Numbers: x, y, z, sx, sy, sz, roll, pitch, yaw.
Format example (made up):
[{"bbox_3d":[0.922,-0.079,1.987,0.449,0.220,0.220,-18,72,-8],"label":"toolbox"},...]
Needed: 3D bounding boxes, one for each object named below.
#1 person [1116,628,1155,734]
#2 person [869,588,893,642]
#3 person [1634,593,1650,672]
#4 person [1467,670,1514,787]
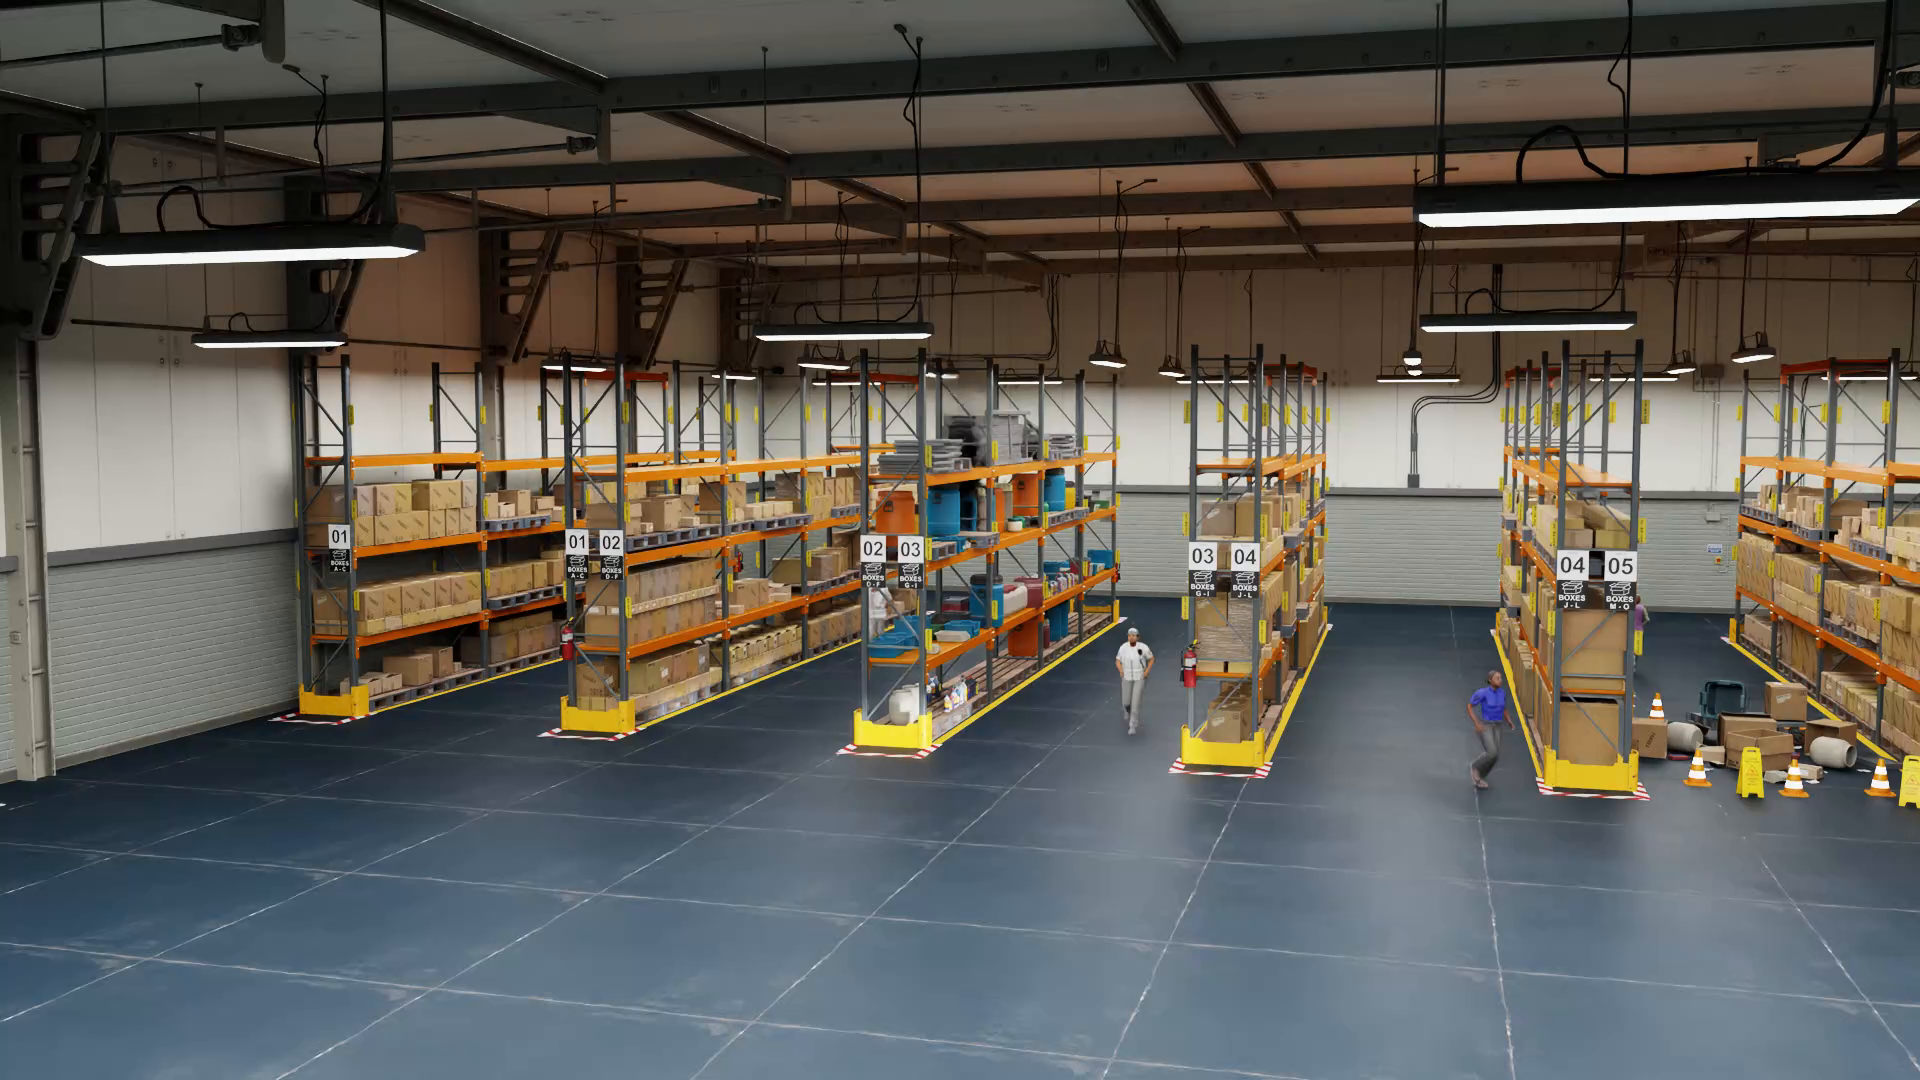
[{"bbox_3d":[2.783,2.218,26.428,0.613,1.662,0.753,1,4,16],"label":"person"},{"bbox_3d":[-1.671,1.590,33.597,0.665,1.796,0.925,1,4,13],"label":"person"},{"bbox_3d":[13.129,1.809,32.380,0.541,1.560,0.549,1,4,12],"label":"person"},{"bbox_3d":[7.140,2.538,22.294,0.559,1.593,0.546,-2,5,-22],"label":"person"}]
